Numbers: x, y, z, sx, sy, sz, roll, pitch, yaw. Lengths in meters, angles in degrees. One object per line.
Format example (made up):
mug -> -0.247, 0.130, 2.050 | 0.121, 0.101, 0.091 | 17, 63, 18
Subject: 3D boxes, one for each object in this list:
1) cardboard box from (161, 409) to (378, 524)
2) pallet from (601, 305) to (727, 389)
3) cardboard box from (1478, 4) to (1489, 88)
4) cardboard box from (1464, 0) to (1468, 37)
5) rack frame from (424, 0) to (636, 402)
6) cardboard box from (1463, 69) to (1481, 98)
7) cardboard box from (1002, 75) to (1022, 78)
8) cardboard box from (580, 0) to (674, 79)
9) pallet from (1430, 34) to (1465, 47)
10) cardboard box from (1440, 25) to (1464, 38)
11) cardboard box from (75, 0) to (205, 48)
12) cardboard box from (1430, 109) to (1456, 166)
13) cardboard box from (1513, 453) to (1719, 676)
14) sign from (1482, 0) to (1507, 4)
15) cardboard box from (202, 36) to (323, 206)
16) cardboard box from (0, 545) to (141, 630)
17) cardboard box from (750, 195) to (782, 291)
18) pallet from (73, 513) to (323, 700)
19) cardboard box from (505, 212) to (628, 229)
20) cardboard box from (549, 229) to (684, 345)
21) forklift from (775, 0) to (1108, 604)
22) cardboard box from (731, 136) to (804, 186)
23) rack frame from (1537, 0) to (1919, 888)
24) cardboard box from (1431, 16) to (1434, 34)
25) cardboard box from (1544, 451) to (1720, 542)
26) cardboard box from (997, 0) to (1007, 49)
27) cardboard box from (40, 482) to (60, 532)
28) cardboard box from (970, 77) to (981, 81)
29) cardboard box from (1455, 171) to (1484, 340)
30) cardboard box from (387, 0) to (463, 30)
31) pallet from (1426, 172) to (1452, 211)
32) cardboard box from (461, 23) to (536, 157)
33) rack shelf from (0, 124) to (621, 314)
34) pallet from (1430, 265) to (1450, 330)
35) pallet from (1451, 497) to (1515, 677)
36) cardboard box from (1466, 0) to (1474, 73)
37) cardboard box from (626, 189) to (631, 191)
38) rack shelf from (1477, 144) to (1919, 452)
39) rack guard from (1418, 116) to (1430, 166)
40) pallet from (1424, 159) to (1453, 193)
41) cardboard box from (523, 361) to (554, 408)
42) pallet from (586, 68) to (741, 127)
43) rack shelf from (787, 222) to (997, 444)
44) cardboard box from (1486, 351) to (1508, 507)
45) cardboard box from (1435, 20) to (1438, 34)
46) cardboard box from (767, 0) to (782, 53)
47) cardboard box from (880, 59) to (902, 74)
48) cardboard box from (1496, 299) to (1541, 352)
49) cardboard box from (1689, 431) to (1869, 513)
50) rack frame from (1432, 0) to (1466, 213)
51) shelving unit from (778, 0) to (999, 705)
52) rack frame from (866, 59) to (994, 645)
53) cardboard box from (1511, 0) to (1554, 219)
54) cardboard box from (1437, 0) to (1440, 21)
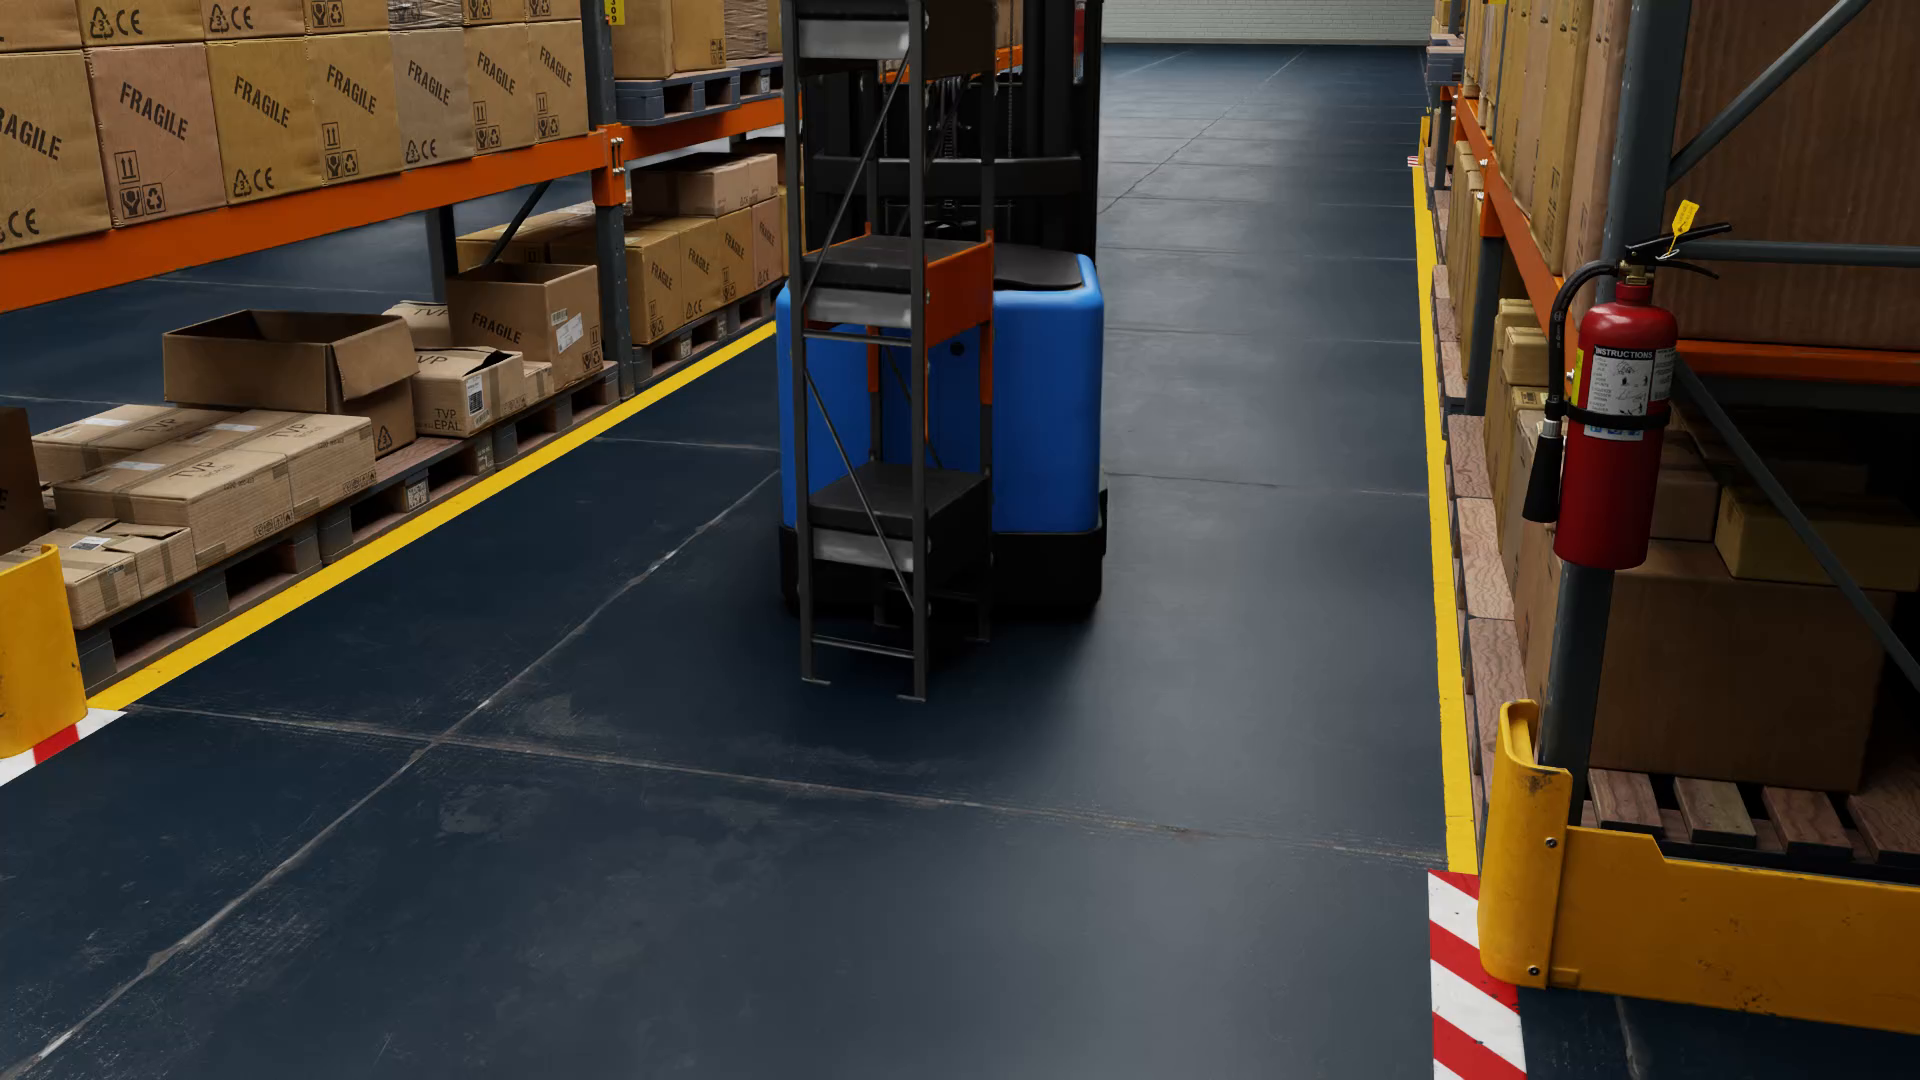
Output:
cardboard box -> -2.442, -0.270, 5.910 | 0.500, 0.250, 0.500 | 5, 19, 13
pallet -> -1.955, -1.093, 9.062 | 1.003, 0.211, 1.213 | 5, 19, 13
cardboard box -> 2.802, -2.445, 8.058 | 0.500, 0.500, 0.500 | 5, 19, 13
cardboard box -> 4.342, -4.196, 12.998 | 0.700, 0.500, 0.500 | 7, 20, 19
rack frame -> -2.117, -2.155, 7.856 | 1.000, 3.000, 0.127 | 5, 19, 13
cardboard box -> 3.143, -2.669, 9.720 | 0.380, 0.149, 0.250 | 5, 20, 15
cardboard box -> 0.743, -4.662, 17.641 | 0.500, 0.500, 0.500 | 5, 19, 13
cardboard box -> -1.784, -2.532, 8.155 | 0.700, 0.500, 0.500 | -2, 19, -5
pallet -> 4.315, -3.954, 13.419 | 1.003, 0.211, 1.213 | 5, 19, 13
cardboard box -> 4.464, -4.383, 14.581 | 0.500, 0.250, 0.500 | 5, 19, 14
cardboard box -> -2.609, -1.704, 4.835 | 0.500, 0.500, 0.500 | 5, 19, 14
cardboard box -> 4.996, -3.937, 16.260 | 0.700, 0.500, 0.500 | 3, 19, 10
cardboard box -> 1.907, 0.089, 4.504 | 0.700, 0.500, 0.500 | 5, 19, 13
sign -> 2.159, -2.315, 6.656 | 0.100, 0.325, 0.005 | 5, 19, 13
cardboard box -> -2.483, -1.386, 5.450 | 0.500, 0.500, 0.500 | 5, 19, 13
cardboard box -> -2.658, 0.136, 4.880 | 0.380, 0.149, 0.250 | 5, 19, 13
cardboard box -> -1.389, -1.795, 9.989 | 0.500, 0.500, 0.500 | 4, 19, 11
pallet -> -2.881, 0.145, 5.438 | 1.003, 0.211, 1.213 | 5, 19, 13
cardboard box -> -2.145, -1.512, 9.160 | 0.500, 0.500, 0.500 | 5, 19, 14
cardboard box -> -1.762, -1.313, 8.576 | 0.500, 0.500, 0.500 | 4, 19, 11
forklift -> -0.027, -1.604, 6.349 | 1.130, 2.935, 3.031 | 0, 19, 1
cardboard box -> -1.150, -2.459, 10.773 | 0.500, 0.250, 0.500 | 5, 20, 15
rack frame -> 1.711, -0.511, 3.044 | 1.000, 3.000, 0.127 | 5, 19, 13
cardboard box -> 5.193, -5.337, 17.372 | 0.500, 0.250, 0.500 | 4, 19, 12
cardboard box -> 1.639, -0.116, 4.100 | 0.380, 0.149, 0.250 | 4, 19, 13
cardboard box -> 0.063, -5.015, 16.075 | 0.700, 0.500, 0.500 | 4, 19, 13
cardboard box -> -3.014, -0.078, 5.479 | 0.380, 0.166, 0.250 | 5, 19, 13
cardboard box -> 0.100, -4.548, 17.307 | 0.500, 0.500, 0.500 | 5, 19, 13
cardboard box -> 2.935, -1.439, 8.437 | 0.750, 0.750, 0.750 | 5, 20, 15
cardboard box -> -2.235, -2.178, 6.221 | 0.500, 0.500, 0.500 | 5, 19, 14
pallet -> 4.772, -3.166, 15.130 | 1.003, 0.211, 1.213 | 5, 19, 13
cardboard box -> -2.115, -1.864, 6.848 | 0.500, 0.500, 0.500 | 5, 20, 15
rack shelf -> -2.605, -1.188, 6.137 | 1.077, 0.370, 4.000 | 5, 19, 13
pallet -> 3.399, -1.458, 10.129 | 1.003, 0.211, 1.213 | 5, 19, 13
pallet -> 2.130, 0.170, 5.362 | 1.003, 0.211, 1.213 | 5, 19, 13
cardboard box -> 3.161, -2.921, 9.452 | 0.500, 0.500, 0.500 | 5, 20, 15
cardboard box -> -1.778, -1.993, 10.567 | 0.500, 0.500, 0.500 | 4, 19, 13
rack shelf -> 2.199, -0.798, 4.995 | 1.077, 0.370, 4.000 | 5, 19, 13
rack guard -> 5.601, -4.319, 18.060 | 1.175, 0.500, 0.348 | 5, 19, 13
pallet -> 5.068, -3.550, 16.253 | 1.003, 0.211, 1.213 | 5, 19, 13
cardboard box -> -2.014, -0.691, 7.299 | 0.380, 0.149, 0.250 | 5, 19, 13
pallet -> -1.816, -2.306, 8.595 | 1.003, 0.211, 1.213 | 5, 19, 13
rack shelf -> -0.185, -0.605, 4.753 | 0.431, 0.518, 0.480 | 8, 20, 22
cardboard box -> 2.280, -0.397, 5.927 | 0.700, 0.500, 0.500 | 4, 19, 13
cardboard box -> 4.824, -4.855, 15.963 | 0.500, 0.250, 0.500 | 5, 19, 14
cardboard box -> -1.184, -3.448, 10.839 | 0.700, 0.500, 0.500 | -2, 19, -5
cardboard box -> -0.733, -3.632, 12.317 | 0.500, 0.311, 0.500 | 4, 19, 13
cardboard box -> 2.145, -0.768, 6.011 | 0.380, 0.149, 0.250 | 5, 20, 15
cardboard box -> 2.071, -0.165, 4.244 | 0.380, 0.149, 0.250 | 5, 19, 14
rack frame -> 4.642, -4.272, 14.055 | 1.000, 3.000, 0.127 | 5, 19, 13
shelving unit -> -0.185, -0.618, 4.749 | 0.431, 2.100, 0.503 | 8, 20, 22
rack frame -> -0.089, -0.691, 4.961 | 0.400, 2.100, 0.015 | 8, 20, 22
cardboard box -> 2.188, -1.281, 4.833 | 0.980, 0.700, 0.700 | 4, 19, 11
cardboard box -> 4.708, -5.052, 15.379 | 0.500, 0.500, 0.500 | 4, 19, 12
